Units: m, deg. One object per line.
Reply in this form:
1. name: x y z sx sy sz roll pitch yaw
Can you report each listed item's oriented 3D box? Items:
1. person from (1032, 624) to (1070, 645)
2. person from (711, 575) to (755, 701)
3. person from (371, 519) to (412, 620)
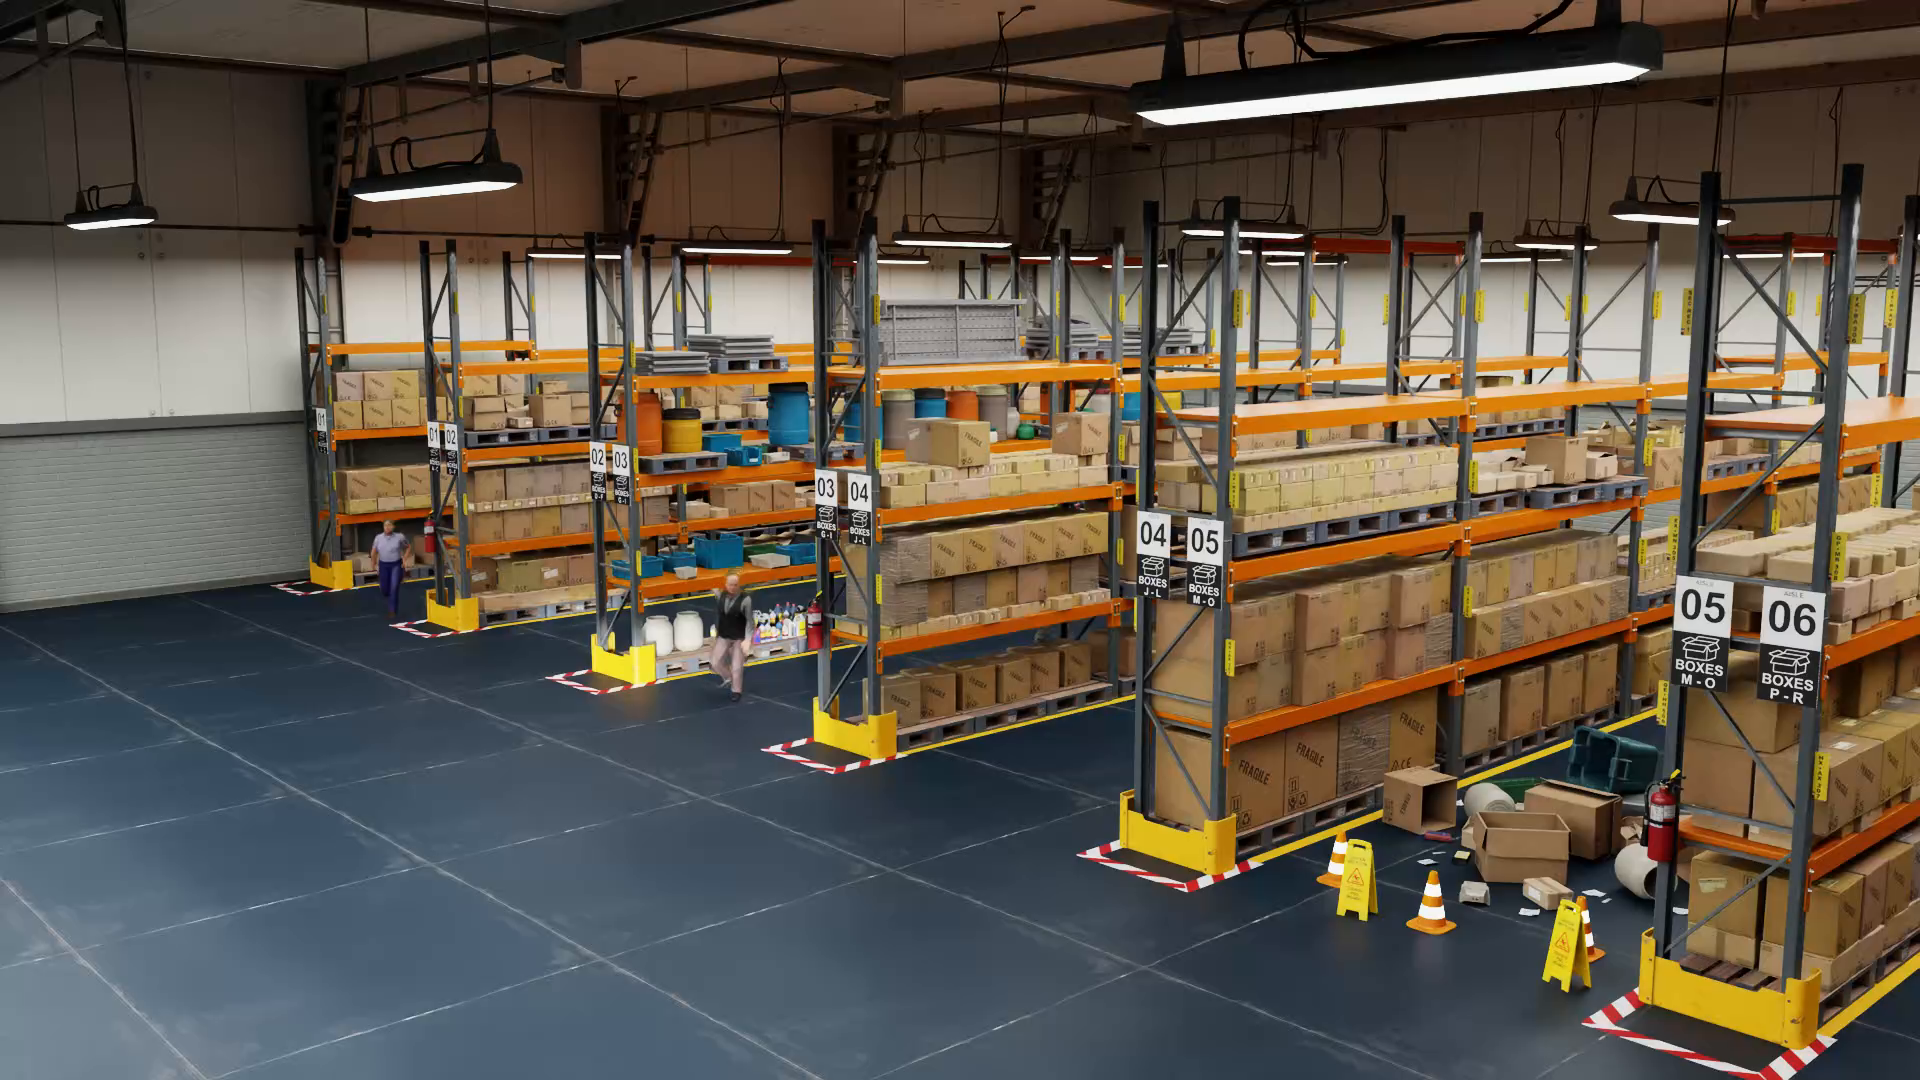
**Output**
1. person: 1.261 0.661 23.272 0.702 1.763 0.986 6 10 37
2. person: -2.892 1.238 21.257 0.698 1.677 0.563 3 9 20
3. person: -9.199 0.446 26.938 0.615 1.614 0.718 -1 8 -5
